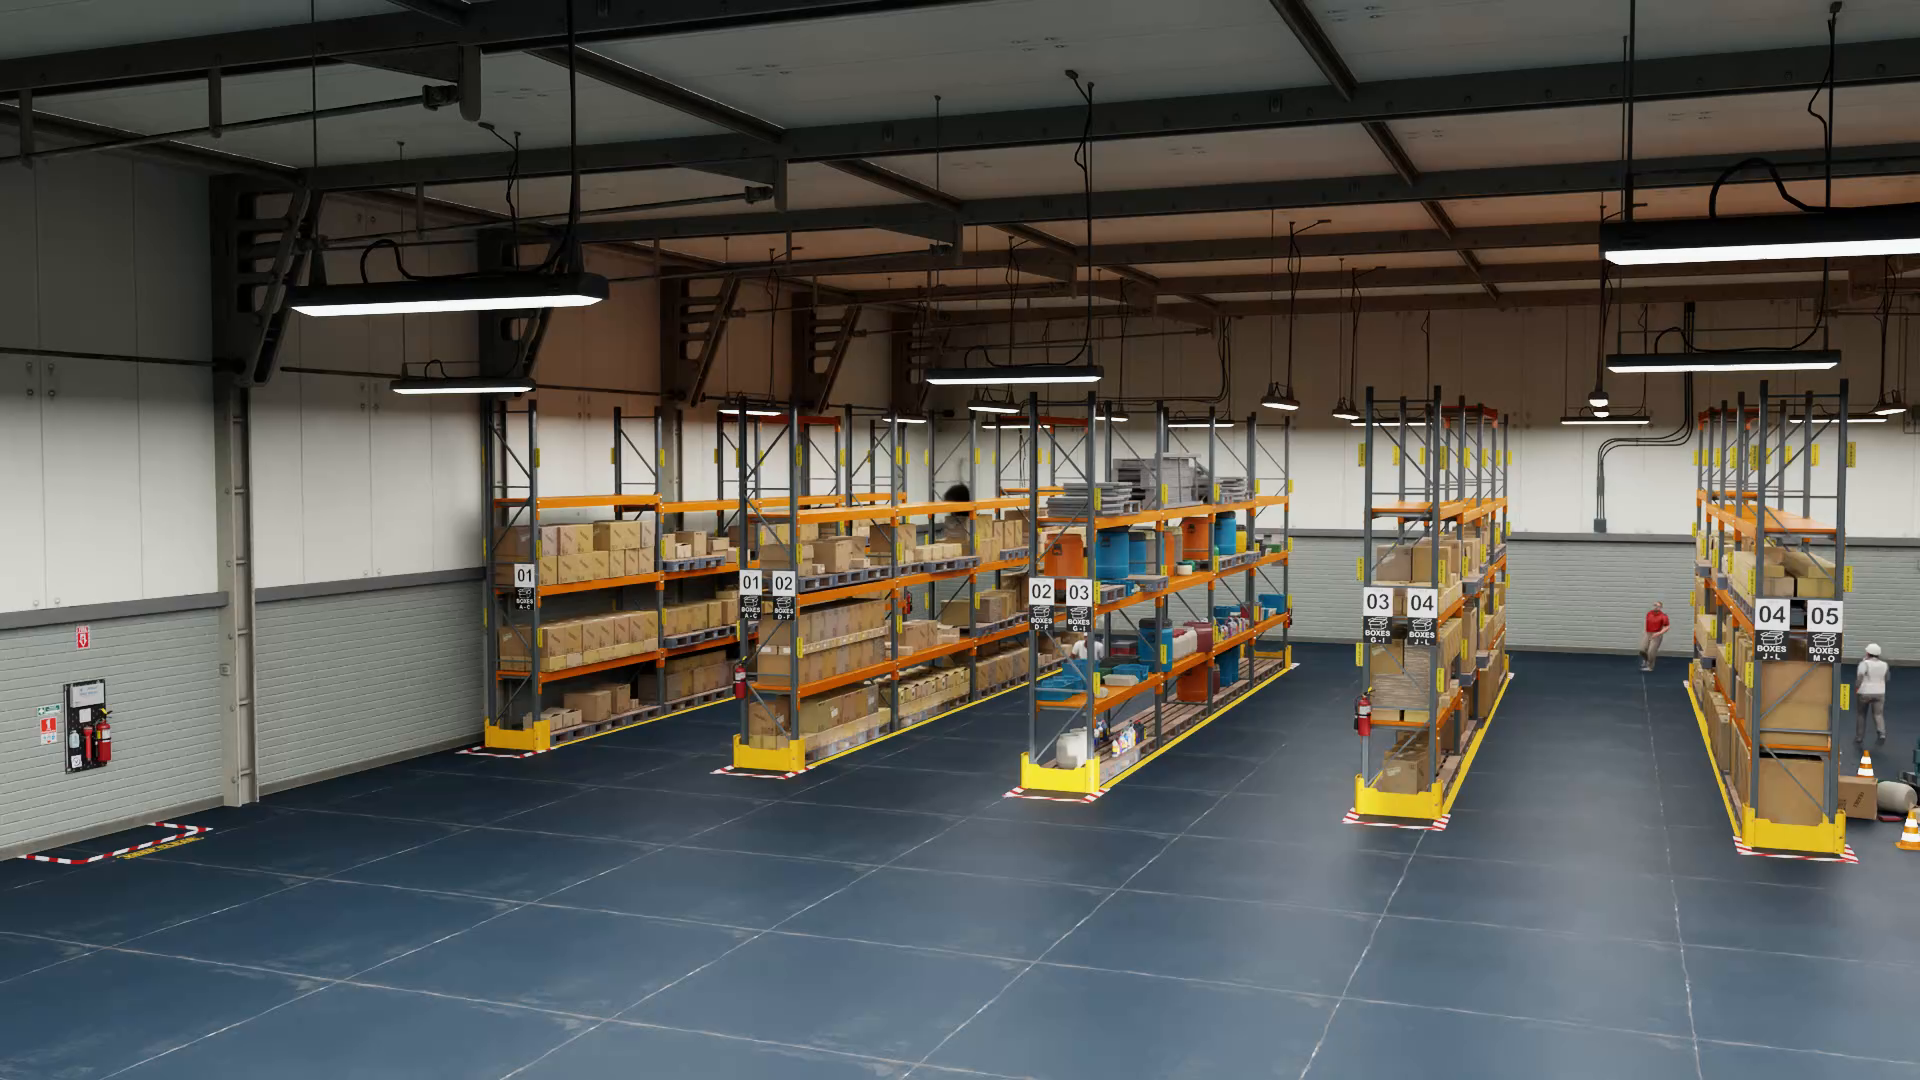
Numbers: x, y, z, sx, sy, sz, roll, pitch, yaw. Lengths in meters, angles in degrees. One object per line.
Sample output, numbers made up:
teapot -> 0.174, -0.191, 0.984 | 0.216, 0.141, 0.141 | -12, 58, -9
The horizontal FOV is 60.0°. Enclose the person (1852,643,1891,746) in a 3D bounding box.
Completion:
person -> 15.745, 2.664, 28.707 | 0.638, 1.759, 0.986 | 1, 3, 11

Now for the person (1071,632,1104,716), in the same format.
person -> 2.499, 2.533, 32.325 | 0.691, 1.630, 0.634 | 0, 3, 4

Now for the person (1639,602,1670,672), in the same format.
person -> 16.187, 2.256, 38.791 | 0.562, 1.654, 0.734 | -2, 4, -39
